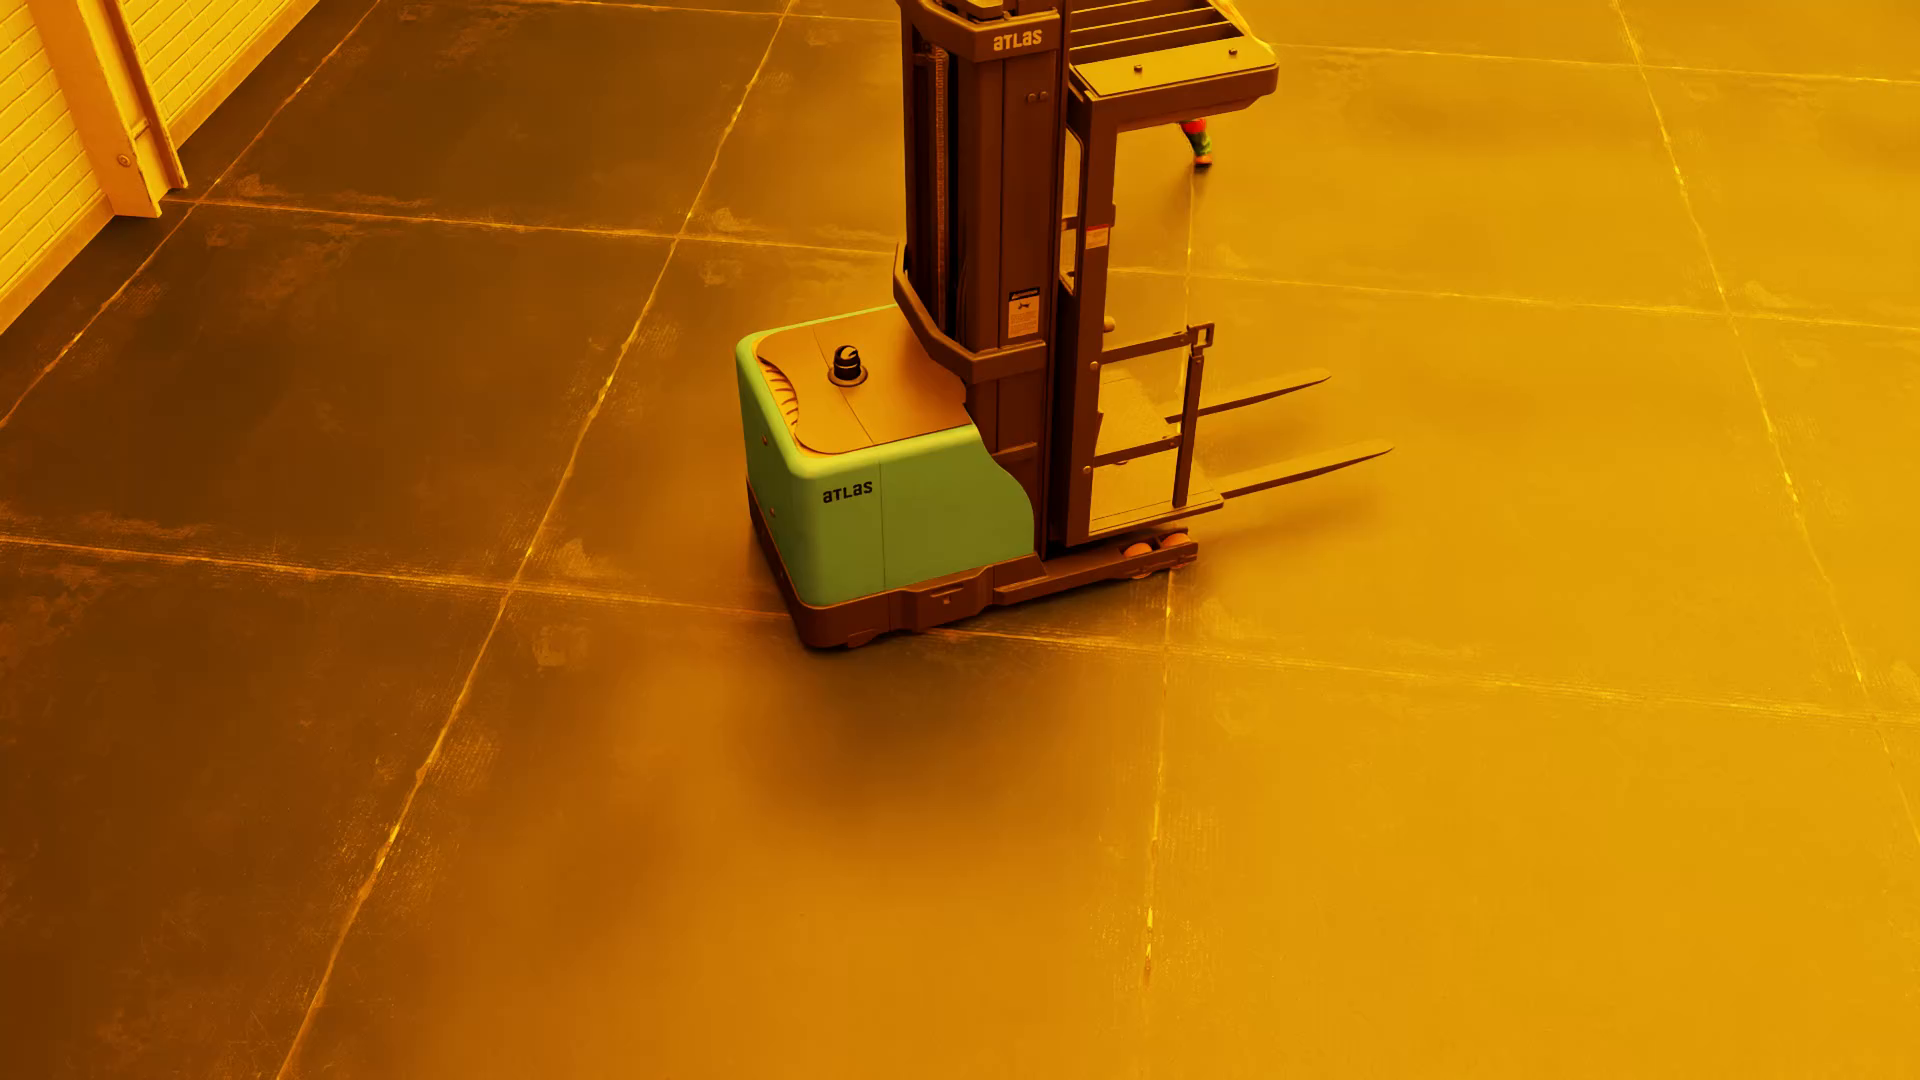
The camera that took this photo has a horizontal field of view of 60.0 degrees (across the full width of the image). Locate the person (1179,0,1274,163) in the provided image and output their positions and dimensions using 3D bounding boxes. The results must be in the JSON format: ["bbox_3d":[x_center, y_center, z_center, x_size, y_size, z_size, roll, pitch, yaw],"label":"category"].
[{"bbox_3d":[1.219,-2.795,9.800,1.175,1.705,0.568,-14,44,-14],"label":"person"}]

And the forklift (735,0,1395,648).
[{"bbox_3d":[0.572,-1.223,7.055,3.031,2.935,1.130,-14,44,-15],"label":"forklift"}]
